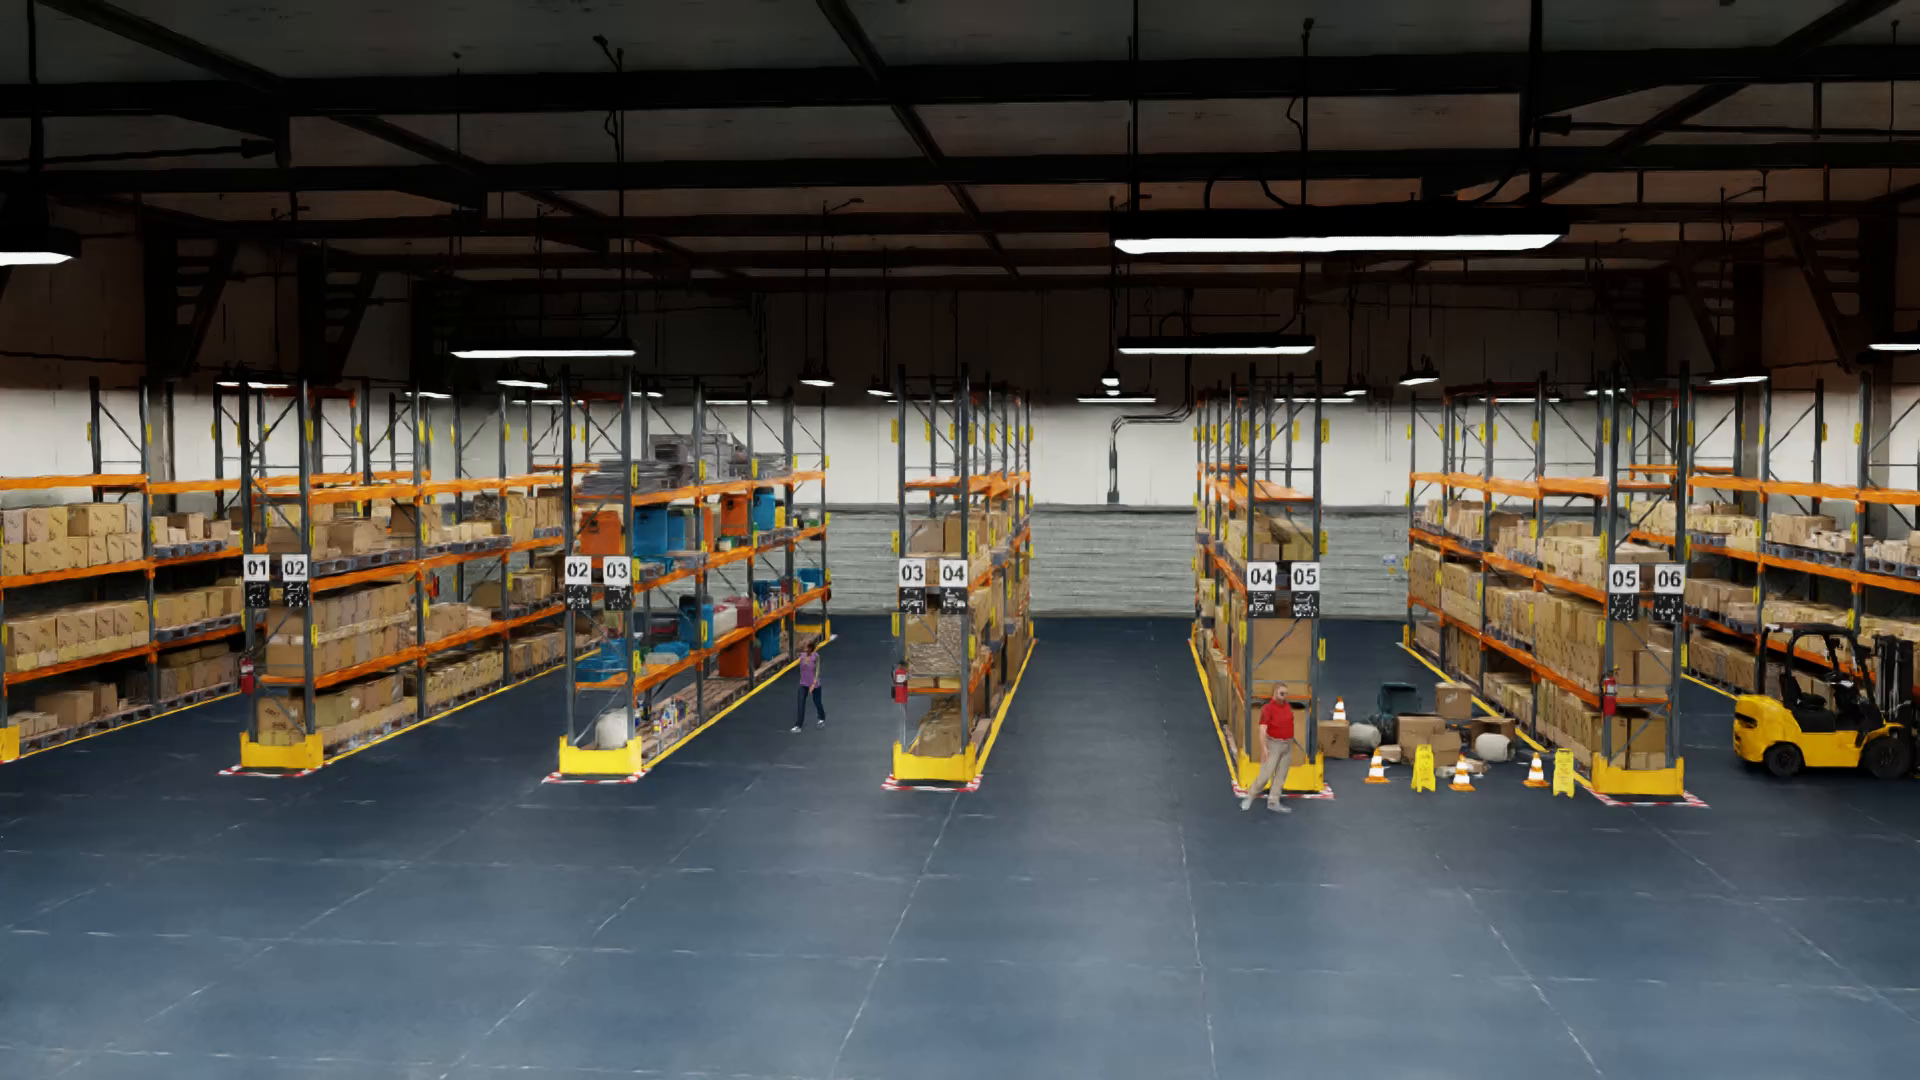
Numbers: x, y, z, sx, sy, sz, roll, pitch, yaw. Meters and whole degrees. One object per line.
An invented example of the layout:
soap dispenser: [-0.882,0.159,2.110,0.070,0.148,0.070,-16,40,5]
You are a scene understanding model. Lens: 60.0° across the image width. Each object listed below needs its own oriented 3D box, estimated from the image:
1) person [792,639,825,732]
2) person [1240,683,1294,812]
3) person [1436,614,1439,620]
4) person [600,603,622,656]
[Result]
person: [-2.518,2.427,27.965,0.408,1.532,0.962,1,4,15]
person: [4.074,2.734,21.944,0.721,1.717,0.546,-3,4,-35]
person: [12.506,1.375,42.997,0.600,1.753,0.571,3,5,42]
person: [-7.579,1.868,36.206,0.445,1.591,1.110,0,4,3]
